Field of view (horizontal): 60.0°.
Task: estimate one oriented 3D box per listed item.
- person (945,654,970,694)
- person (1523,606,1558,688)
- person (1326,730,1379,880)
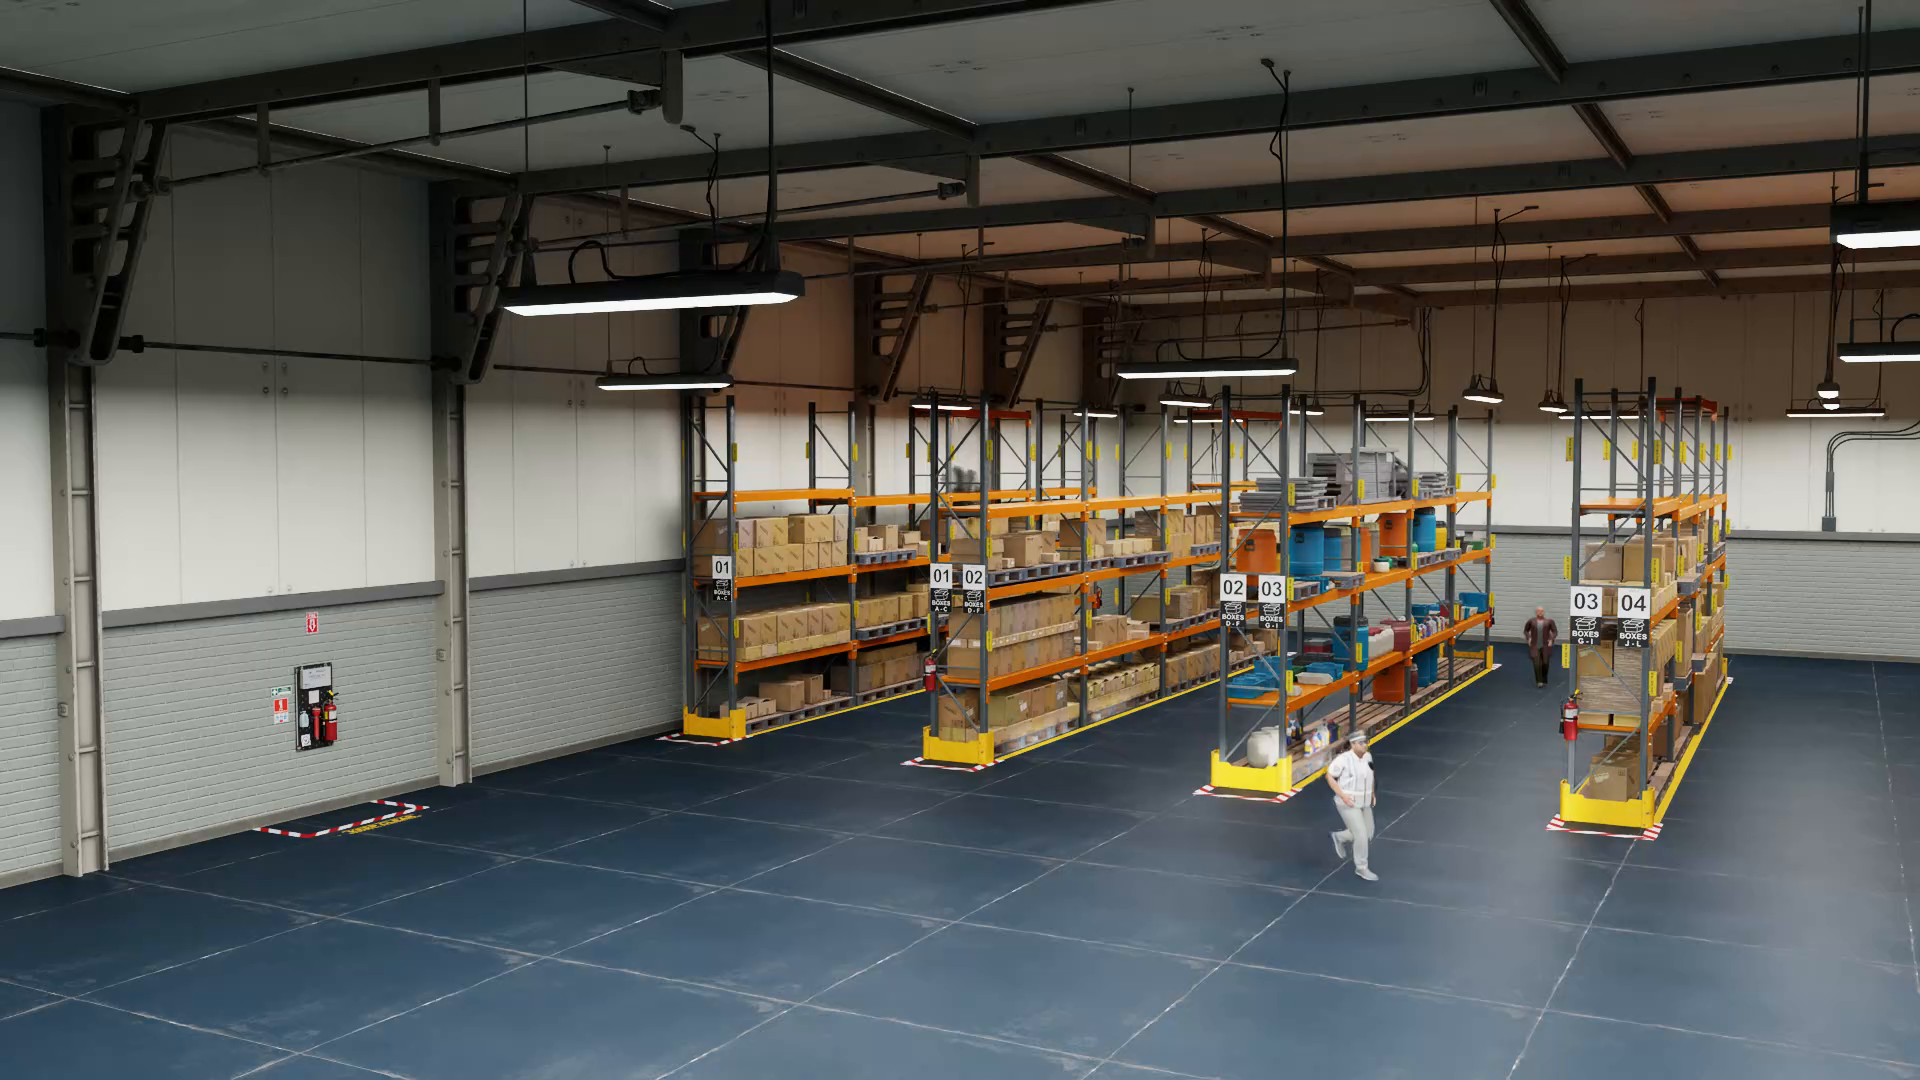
[{"bbox_3d":[-0.014,2.519,31.339,0.611,1.626,0.934,1,3,16],"label":"person"},{"bbox_3d":[12.329,2.272,35.347,0.690,1.730,0.577,1,3,20],"label":"person"},{"bbox_3d":[4.647,3.106,19.712,0.686,1.756,0.725,-2,3,-30],"label":"person"}]
